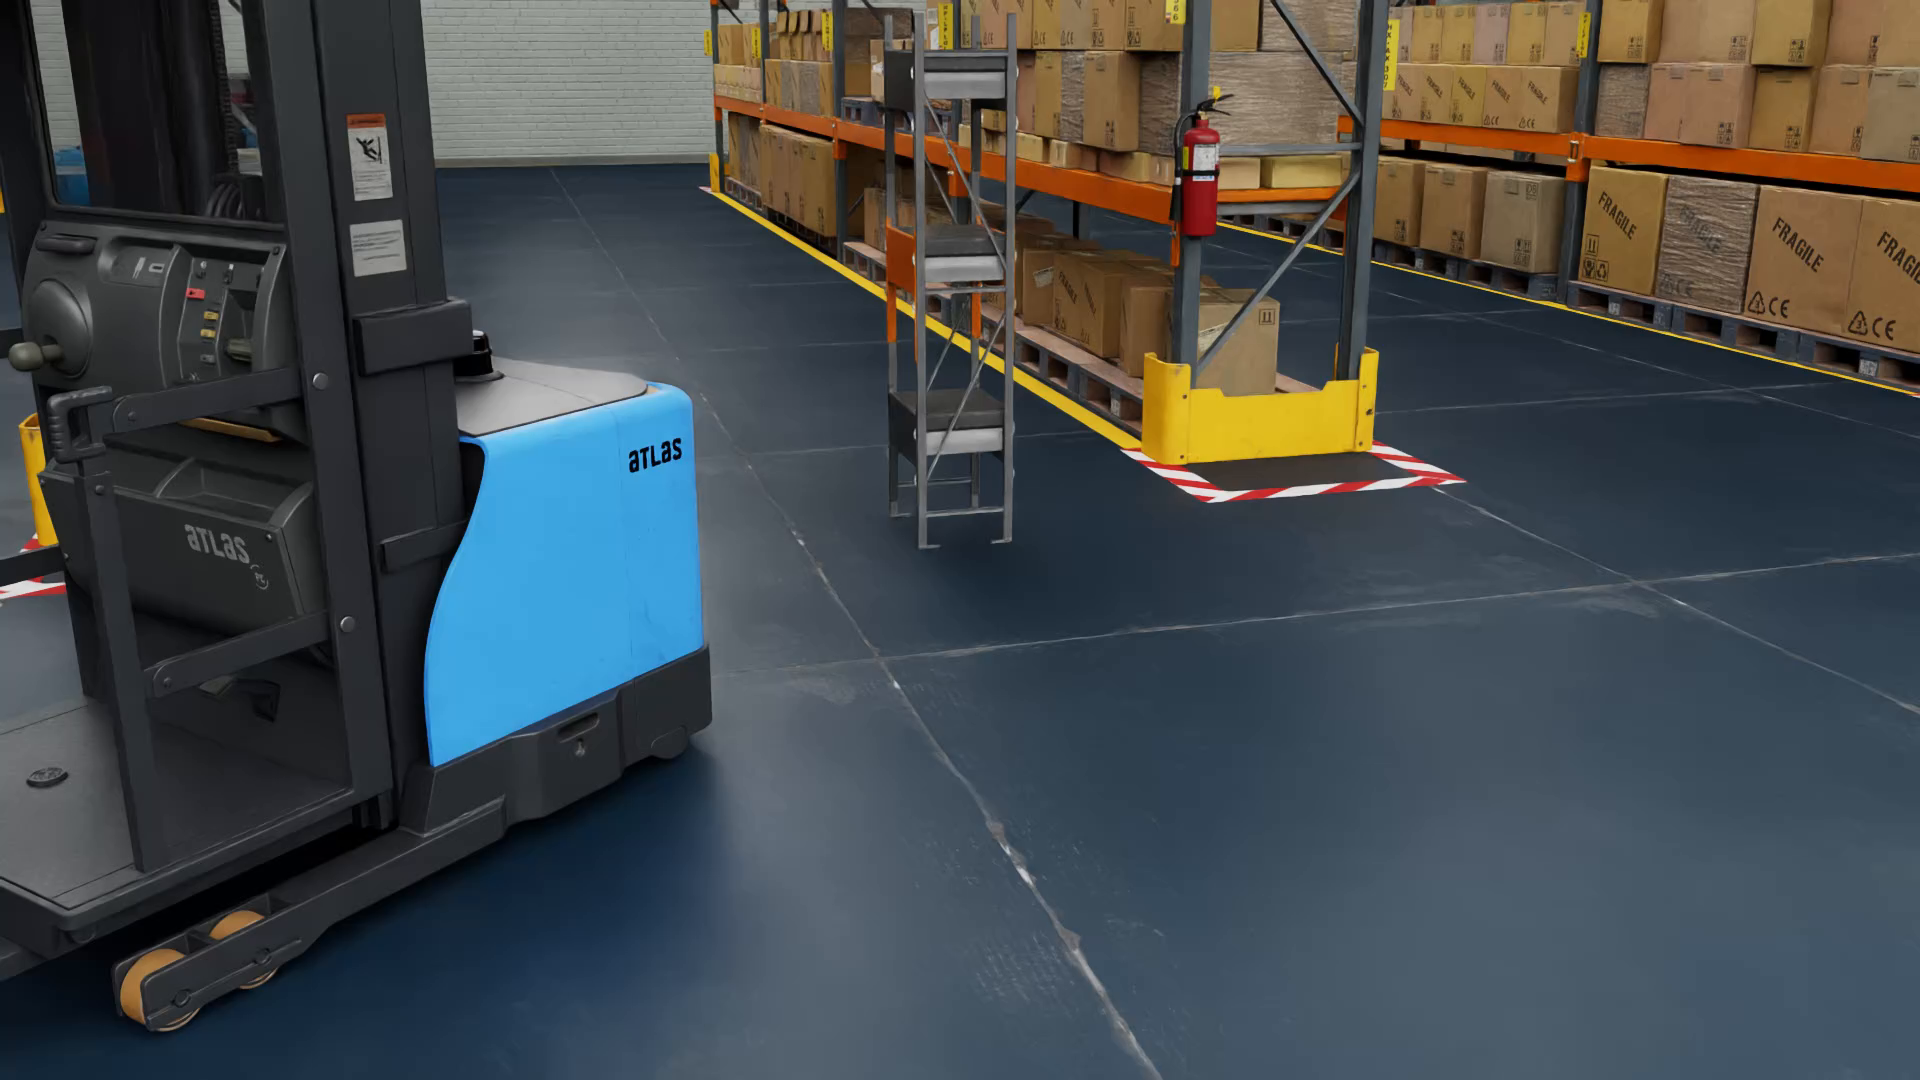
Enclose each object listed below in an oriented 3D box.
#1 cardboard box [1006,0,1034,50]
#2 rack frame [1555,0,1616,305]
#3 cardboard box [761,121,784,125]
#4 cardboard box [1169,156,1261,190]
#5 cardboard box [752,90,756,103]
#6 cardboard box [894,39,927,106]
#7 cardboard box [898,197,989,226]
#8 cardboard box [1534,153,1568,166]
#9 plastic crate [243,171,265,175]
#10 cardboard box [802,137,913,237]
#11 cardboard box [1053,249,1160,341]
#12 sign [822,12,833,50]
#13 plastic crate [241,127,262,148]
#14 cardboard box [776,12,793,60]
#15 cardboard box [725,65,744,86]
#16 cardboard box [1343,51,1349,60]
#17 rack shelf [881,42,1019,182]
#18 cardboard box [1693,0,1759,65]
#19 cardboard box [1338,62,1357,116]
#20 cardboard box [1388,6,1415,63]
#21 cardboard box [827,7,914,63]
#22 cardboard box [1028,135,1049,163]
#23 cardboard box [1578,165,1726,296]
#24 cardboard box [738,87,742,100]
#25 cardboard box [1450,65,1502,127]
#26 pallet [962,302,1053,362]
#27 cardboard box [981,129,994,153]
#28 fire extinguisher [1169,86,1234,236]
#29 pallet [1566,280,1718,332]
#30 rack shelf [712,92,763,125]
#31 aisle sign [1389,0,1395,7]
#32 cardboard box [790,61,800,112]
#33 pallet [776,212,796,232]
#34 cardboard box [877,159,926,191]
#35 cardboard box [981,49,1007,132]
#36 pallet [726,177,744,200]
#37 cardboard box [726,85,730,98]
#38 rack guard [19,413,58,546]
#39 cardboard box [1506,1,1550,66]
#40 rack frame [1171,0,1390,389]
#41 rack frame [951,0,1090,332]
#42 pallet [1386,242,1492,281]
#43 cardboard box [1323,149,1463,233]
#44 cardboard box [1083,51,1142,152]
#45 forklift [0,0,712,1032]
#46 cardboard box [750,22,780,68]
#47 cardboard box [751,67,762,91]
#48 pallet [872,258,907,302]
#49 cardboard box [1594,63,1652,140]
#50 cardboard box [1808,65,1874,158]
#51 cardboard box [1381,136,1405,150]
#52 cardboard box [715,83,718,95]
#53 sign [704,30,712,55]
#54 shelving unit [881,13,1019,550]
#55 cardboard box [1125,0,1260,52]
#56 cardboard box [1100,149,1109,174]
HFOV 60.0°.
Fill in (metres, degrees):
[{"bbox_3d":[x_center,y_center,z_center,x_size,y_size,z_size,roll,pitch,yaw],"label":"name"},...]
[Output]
[{"bbox_3d":[0.590,-3.228,10.056,0.500,0.500,0.500,-5,17,-15],"label":"cardboard box"},{"bbox_3d":[5.232,-3.344,12.871,1.000,3.000,0.127,-5,17,-15],"label":"rack frame"},{"bbox_3d":[-1.868,-4.565,19.899,0.875,0.875,0.875,-5,17,-15],"label":"cardboard box"},{"bbox_3d":[1.258,-1.816,8.219,0.380,0.149,0.250,-5,17,-15],"label":"cardboard box"},{"bbox_3d":[-2.233,-5.202,19.493,0.380,0.149,0.250,-4,17,-14],"label":"cardboard box"},{"bbox_3d":[-0.130,-3.703,13.155,0.797,0.503,0.637,-3,17,-10],"label":"cardboard box"},{"bbox_3d":[-0.134,-2.607,13.999,0.700,0.500,0.500,-3,17,-11],"label":"cardboard box"},{"bbox_3d":[8.012,-4.995,21.329,0.875,0.875,0.875,-4,17,-14],"label":"cardboard box"},{"bbox_3d":[-3.164,-1.629,7.618,0.298,0.136,0.250,-5,17,-15],"label":"plastic crate"},{"bbox_3d":[-0.834,-3.462,16.228,1.225,0.875,0.875,-6,18,-18],"label":"cardboard box"},{"bbox_3d":[0.917,-1.547,10.502,0.500,0.500,0.500,-6,18,-20],"label":"cardboard box"},{"bbox_3d":[-1.197,-4.596,15.026,0.100,0.325,0.005,-5,17,-15],"label":"sign"},{"bbox_3d":[-3.762,-2.232,9.429,0.499,0.251,0.616,-5,17,-15],"label":"plastic crate"},{"bbox_3d":[-1.580,-5.545,18.281,0.797,0.503,0.637,-5,17,-17],"label":"cardboard box"},{"bbox_3d":[-2.707,-5.933,21.234,0.500,0.250,0.500,-5,18,-17],"label":"cardboard box"},{"bbox_3d":[4.116,-5.034,17.168,0.380,0.149,0.250,-5,17,-17],"label":"cardboard box"},{"bbox_3d":[-0.045,-1.709,6.605,0.431,0.518,0.480,-5,17,-15],"label":"rack shelf"},{"bbox_3d":[5.579,-3.525,11.336,0.875,0.550,0.550,-5,17,-15],"label":"cardboard box"},{"bbox_3d":[3.996,-4.353,16.055,0.500,0.500,0.500,-5,17,-15],"label":"cardboard box"},{"bbox_3d":[4.387,-4.713,15.515,0.700,0.500,0.500,-5,17,-16],"label":"cardboard box"},{"bbox_3d":[-0.849,-4.818,15.861,0.797,0.503,0.637,-4,17,-13],"label":"cardboard box"},{"bbox_3d":[0.630,-2.363,10.040,0.380,0.149,0.250,-5,17,-15],"label":"cardboard box"},{"bbox_3d":[5.337,-2.348,12.518,0.875,0.875,0.875,-4,17,-14],"label":"cardboard box"},{"bbox_3d":[-2.516,-5.486,20.439,0.380,0.149,0.250,-5,17,-16],"label":"cardboard box"},{"bbox_3d":[4.554,-3.795,14.197,0.500,0.500,0.500,-5,17,-15],"label":"cardboard box"},{"bbox_3d":[0.654,-1.461,11.450,1.003,0.211,1.213,-5,17,-15],"label":"pallet"},{"bbox_3d":[0.357,-2.639,10.961,0.380,0.149,0.250,-5,17,-15],"label":"cardboard box"},{"bbox_3d":[1.123,-1.768,7.759,0.296,0.674,0.183,-5,17,-15],"label":"fire extinguisher"},{"bbox_3d":[5.366,-1.792,12.551,1.003,0.211,1.213,-5,17,-15],"label":"pallet"},{"bbox_3d":[-2.313,-5.401,20.970,1.077,0.370,4.000,-5,17,-15],"label":"rack shelf"},{"bbox_3d":[6.367,-8.325,24.933,0.394,0.787,0.004,-5,17,-15],"label":"aisle sign"},{"bbox_3d":[-1.454,-4.674,17.123,0.500,0.500,0.500,-4,17,-14],"label":"cardboard box"},{"bbox_3d":[-1.479,-3.650,18.736,1.003,0.211,1.213,-5,17,-15],"label":"pallet"},{"bbox_3d":[-0.451,-3.276,14.921,0.500,0.250,0.500,-4,17,-13],"label":"cardboard box"},{"bbox_3d":[0.603,-2.900,10.701,0.875,0.500,0.500,-5,17,-15],"label":"cardboard box"},{"bbox_3d":[-2.568,-4.749,22.394,1.003,0.211,1.213,-5,17,-15],"label":"pallet"},{"bbox_3d":[-2.798,-5.771,21.385,0.380,0.149,0.250,-5,17,-16],"label":"cardboard box"},{"bbox_3d":[-3.294,-0.302,7.089,1.175,0.500,0.348,-5,17,-15],"label":"rack guard"},{"bbox_3d":[4.947,-4.150,13.641,0.700,0.500,0.500,-5,17,-16],"label":"cardboard box"},{"bbox_3d":[1.534,-1.873,7.975,1.000,3.000,0.127,-5,17,-15],"label":"rack frame"},{"bbox_3d":[0.435,-2.980,11.658,1.000,3.000,0.127,-5,17,-15],"label":"rack frame"},{"bbox_3d":[4.608,-2.554,15.088,1.003,0.211,1.213,-5,17,-15],"label":"pallet"},{"bbox_3d":[4.213,-3.399,16.233,1.050,0.750,0.750,-5,17,-16],"label":"cardboard box"},{"bbox_3d":[1.157,-2.347,8.860,0.875,0.500,0.500,-5,17,-15],"label":"cardboard box"},{"bbox_3d":[-1.948,-0.522,3.597,1.130,2.935,3.031,10,20,31],"label":"forklift"},{"bbox_3d":[-2.147,-5.729,19.249,0.500,0.500,0.500,-4,17,-14],"label":"cardboard box"},{"bbox_3d":[-2.137,-5.365,19.342,0.500,0.250,0.500,-5,17,-16],"label":"cardboard box"},{"bbox_3d":[-0.119,-2.198,13.902,1.003,0.211,1.213,-5,17,-15],"label":"pallet"},{"bbox_3d":[5.345,-3.315,12.513,0.875,0.550,0.550,-5,17,-15],"label":"cardboard box"},{"bbox_3d":[5.980,-2.724,10.545,0.875,0.550,0.550,-5,17,-15],"label":"cardboard box"},{"bbox_3d":[6.943,-5.882,25.044,0.875,0.438,0.875,-5,18,-17],"label":"cardboard box"},{"bbox_3d":[-3.082,-6.055,22.331,0.380,0.149,0.250,-4,17,-15],"label":"cardboard box"},{"bbox_3d":[-3.398,-6.710,22.432,0.100,0.325,0.005,-5,17,-15],"label":"sign"},{"bbox_3d":[-0.045,-1.051,6.802,0.431,2.100,0.503,-5,17,-15],"label":"shelving unit"},{"bbox_3d":[1.146,-2.675,8.215,0.500,0.500,0.500,-5,17,-15],"label":"cardboard box"},{"bbox_3d":[0.989,-2.093,9.142,0.380,0.149,0.250,-5,17,-15],"label":"cardboard box"}]
